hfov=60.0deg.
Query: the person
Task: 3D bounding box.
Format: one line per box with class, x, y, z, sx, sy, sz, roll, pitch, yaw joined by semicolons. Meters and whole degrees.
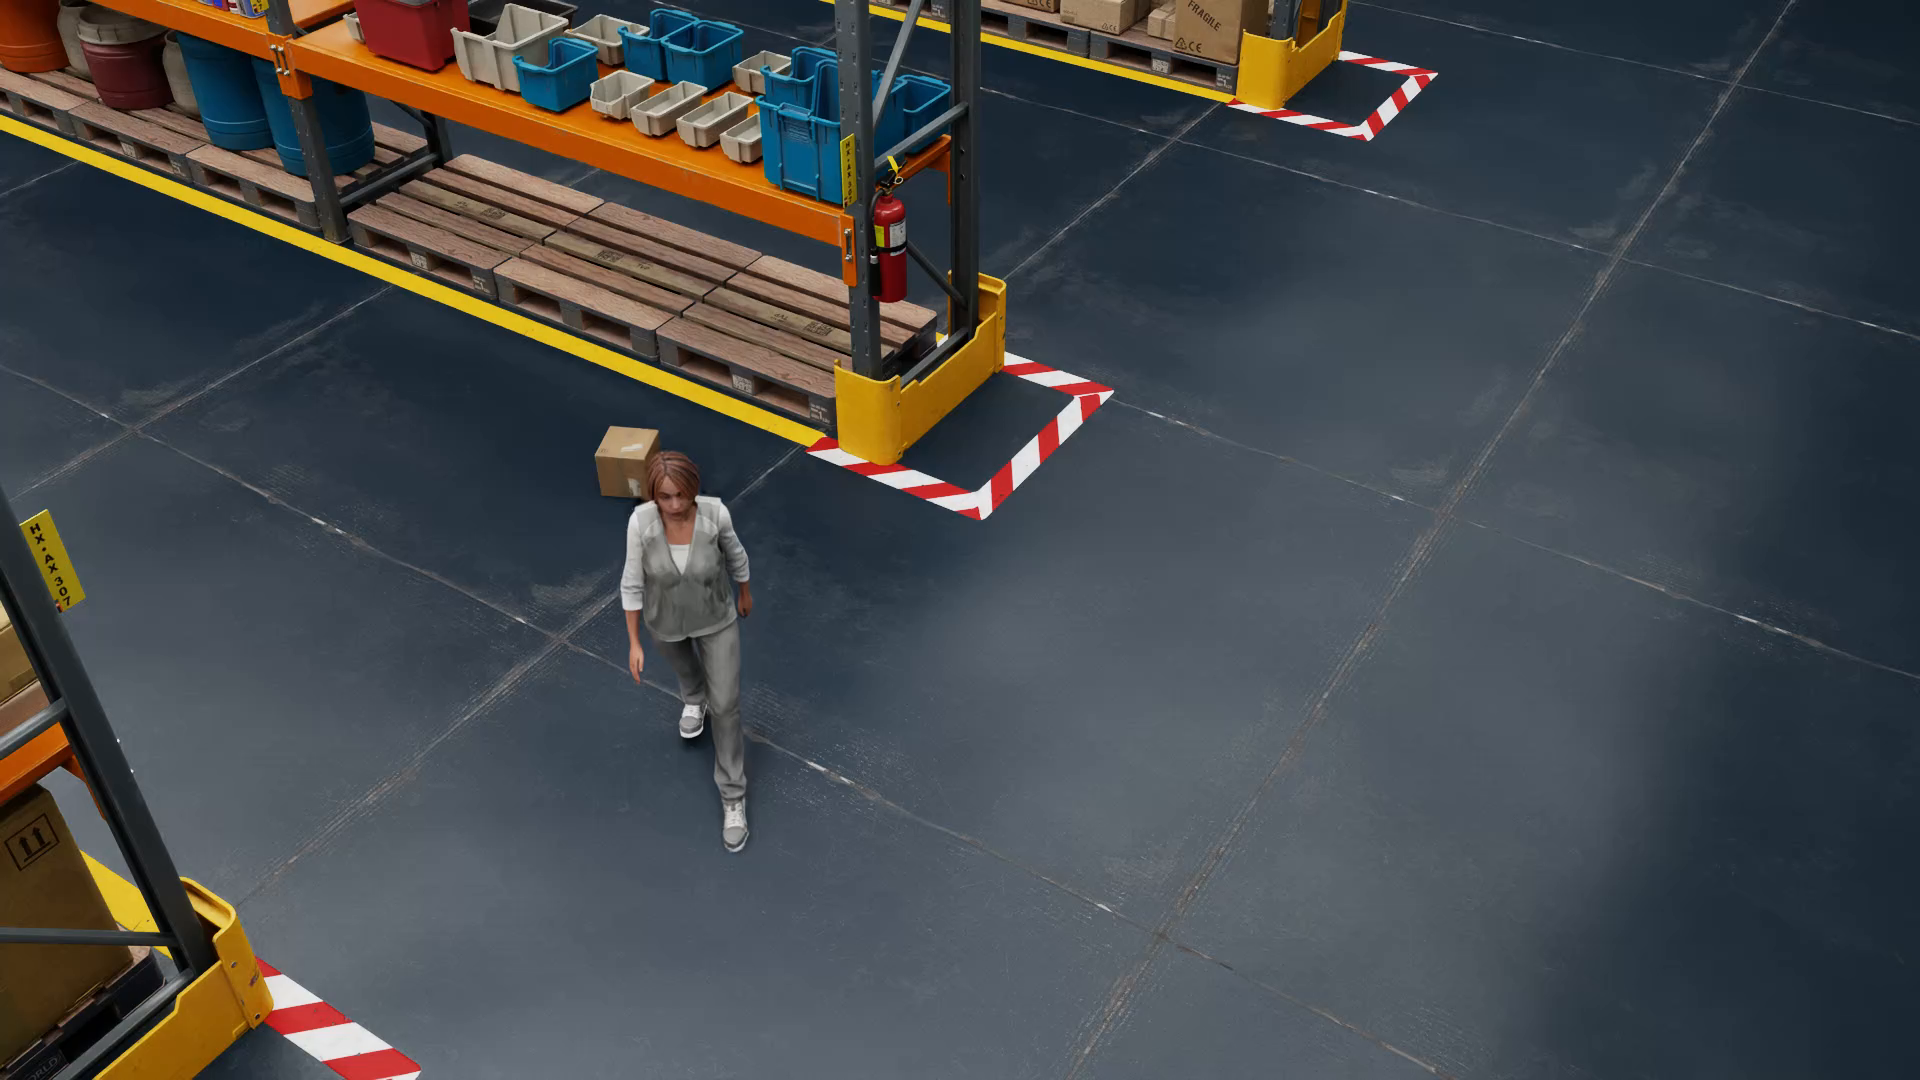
person;-1.015;0.335;6.264;0.462;1.577;0.862;-3;39;-4
